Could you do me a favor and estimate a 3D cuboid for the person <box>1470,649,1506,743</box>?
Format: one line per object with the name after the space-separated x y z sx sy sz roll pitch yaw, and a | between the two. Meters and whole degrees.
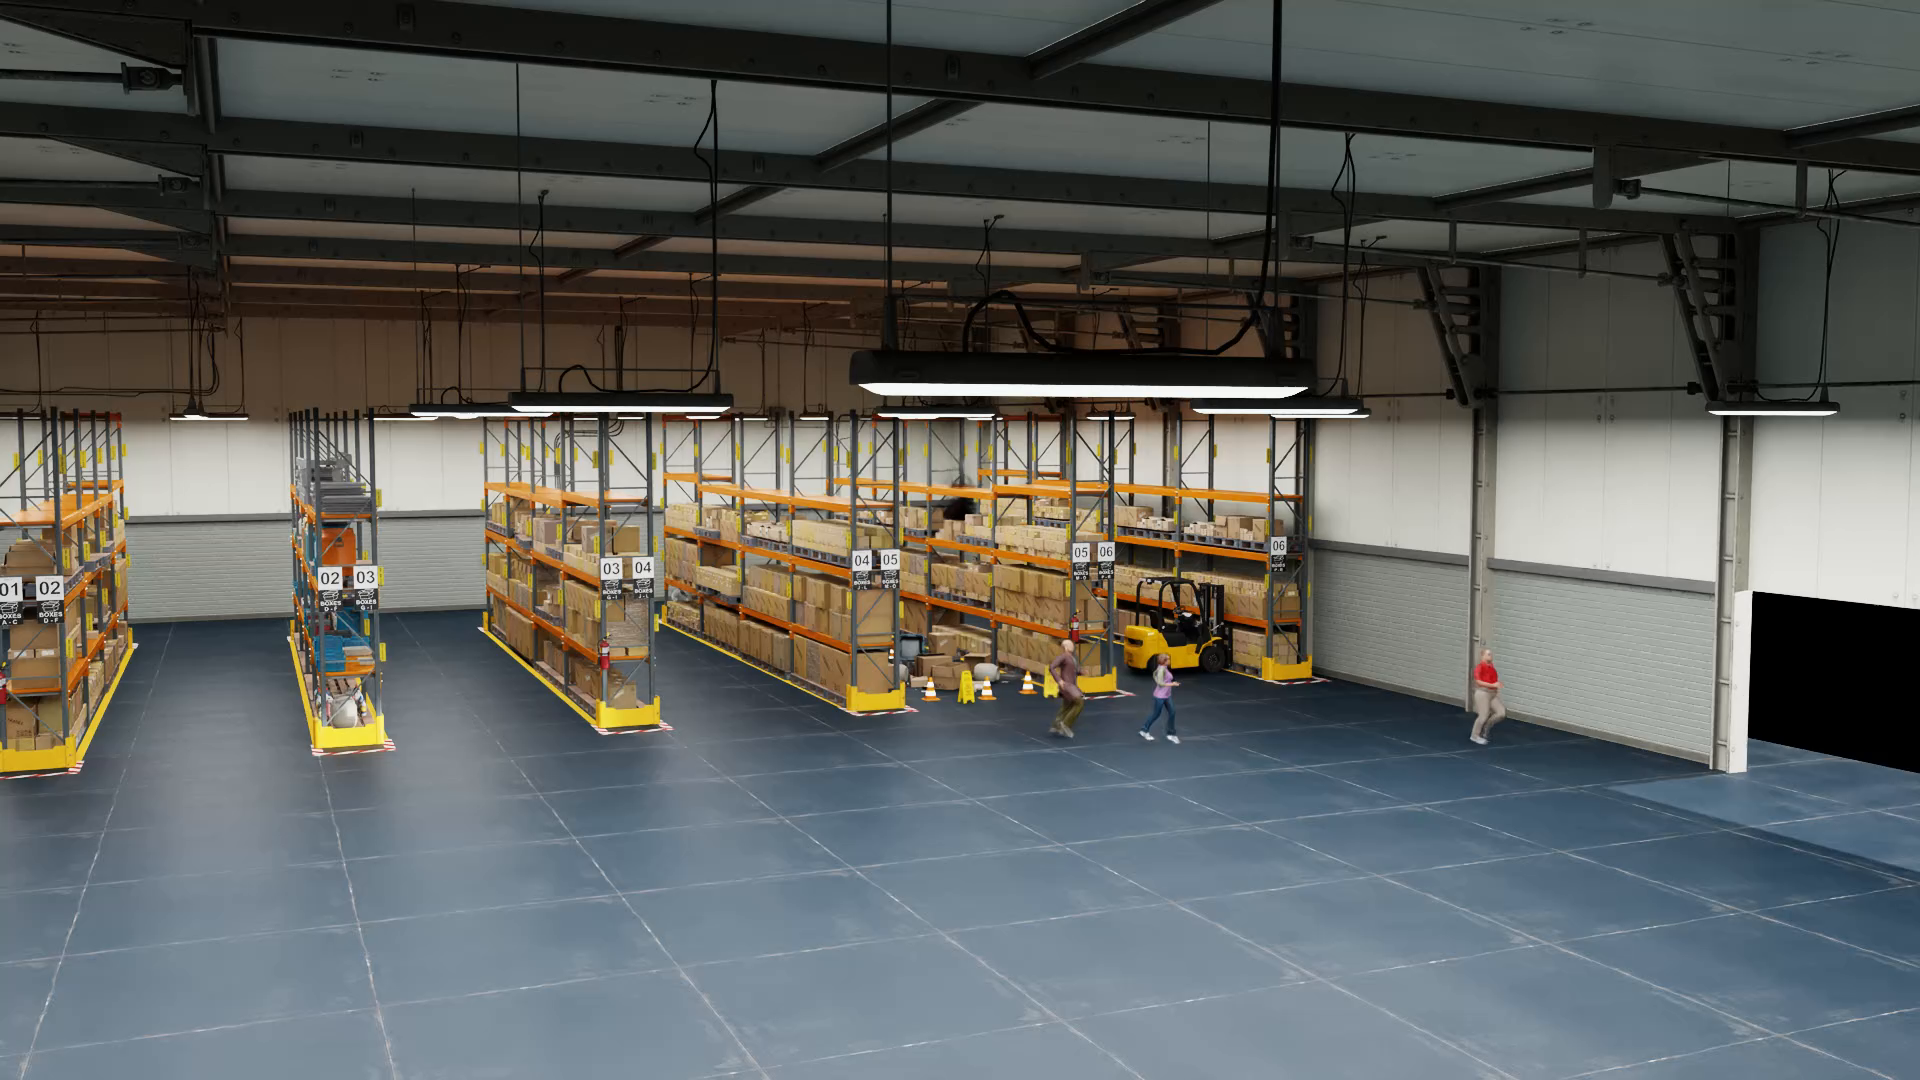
9.440 2.787 29.668 0.646 1.691 0.648 -3 5 -39 | person

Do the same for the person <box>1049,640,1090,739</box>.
2.000 2.758 30.352 0.765 1.707 0.675 1 4 17 | person

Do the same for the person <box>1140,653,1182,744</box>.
3.580 2.830 29.727 0.753 1.630 0.528 2 4 25 | person

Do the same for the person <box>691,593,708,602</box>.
-7.758 1.397 49.609 0.807 1.721 0.667 -1 4 -14 | person

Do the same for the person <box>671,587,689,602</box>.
-8.315 1.393 49.419 0.756 1.787 0.716 1 4 18 | person
